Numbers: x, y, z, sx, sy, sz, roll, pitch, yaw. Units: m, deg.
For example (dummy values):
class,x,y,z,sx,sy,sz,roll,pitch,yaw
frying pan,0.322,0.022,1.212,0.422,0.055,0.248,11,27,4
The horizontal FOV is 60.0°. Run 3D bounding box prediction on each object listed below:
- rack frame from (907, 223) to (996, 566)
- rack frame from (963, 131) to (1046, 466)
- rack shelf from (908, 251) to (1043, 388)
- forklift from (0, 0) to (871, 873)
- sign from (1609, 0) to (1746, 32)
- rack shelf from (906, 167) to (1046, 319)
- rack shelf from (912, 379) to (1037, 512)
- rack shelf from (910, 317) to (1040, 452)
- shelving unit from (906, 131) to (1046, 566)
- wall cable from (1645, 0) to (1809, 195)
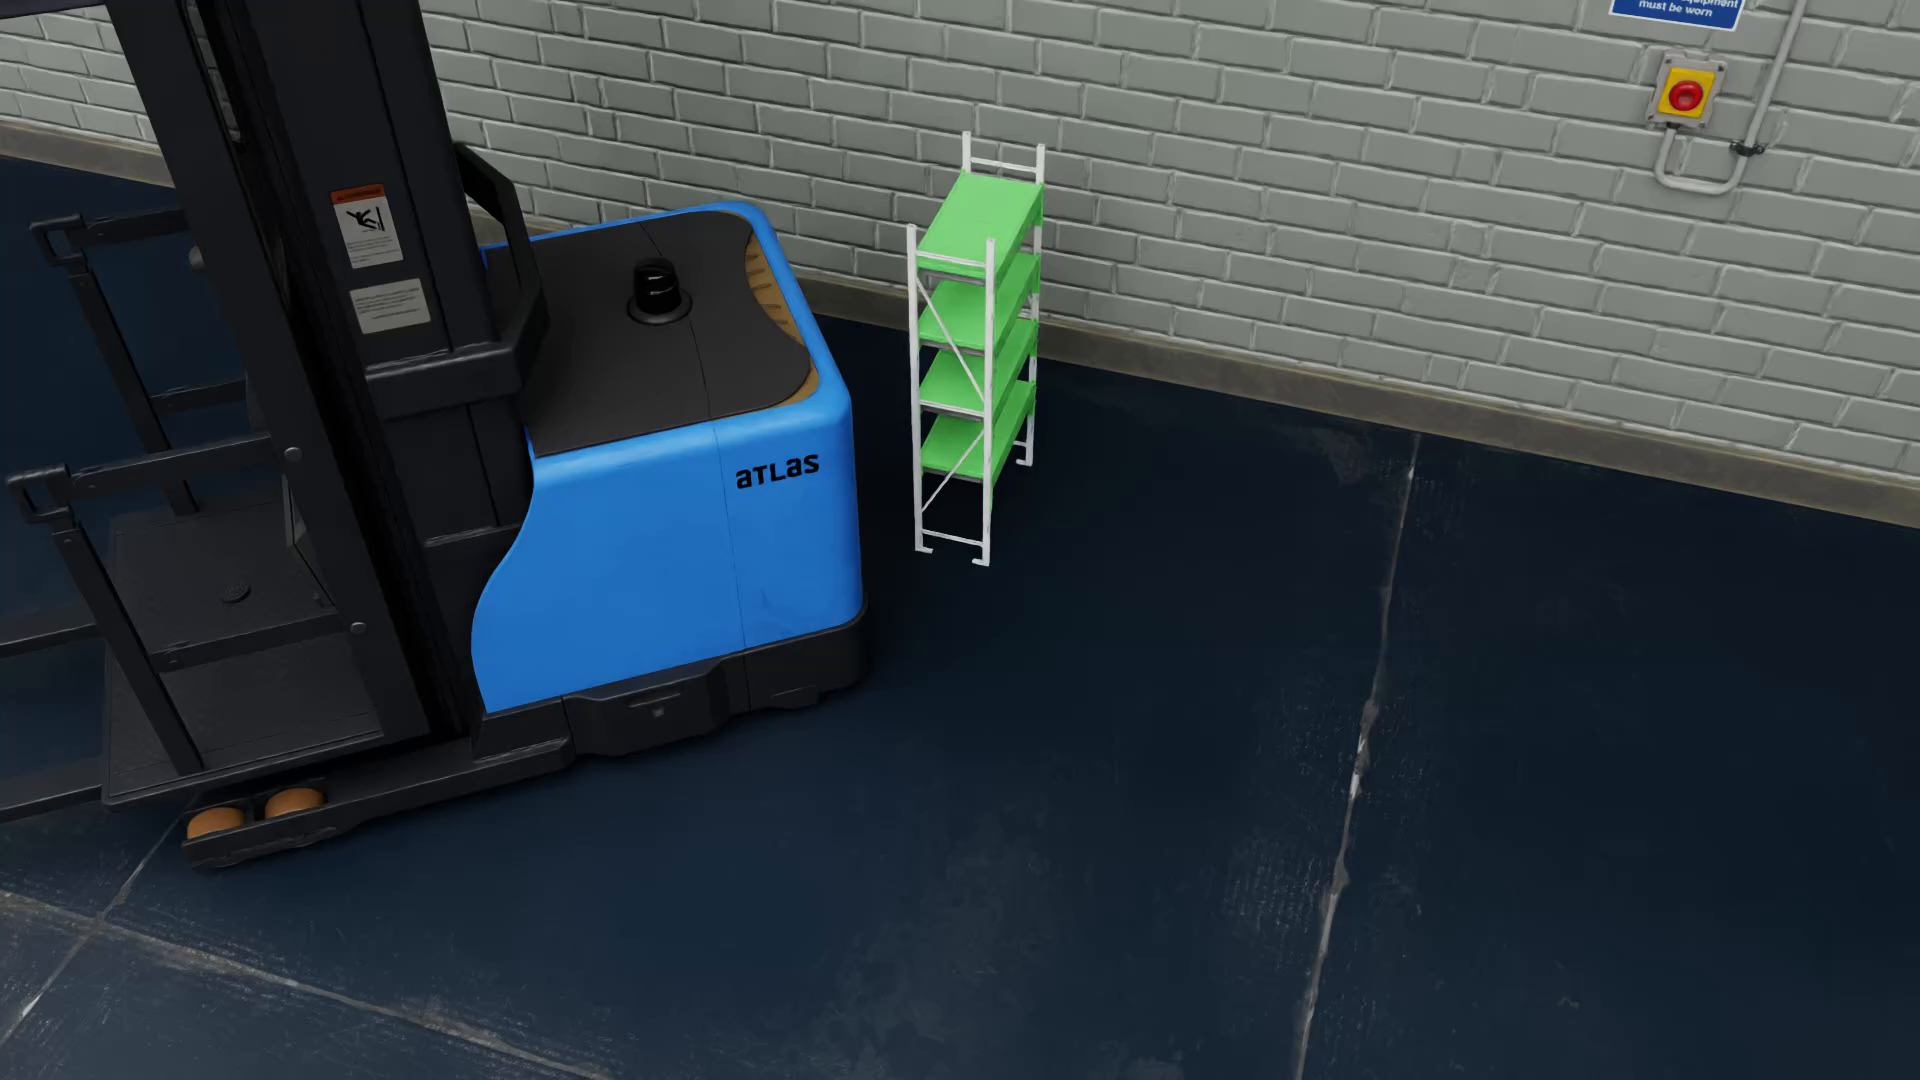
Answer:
class,x,y,z,sx,sy,sz,roll,pitch,yaw
rack frame,-0.024,-0.377,4.777,0.240,1.200,0.015,13,46,12
rack frame,0.124,-0.702,5.109,0.240,1.200,0.015,13,46,12
rack shelf,0.050,-0.665,4.820,0.258,0.148,0.480,13,46,12
forklift,-1.830,-0.606,3.774,3.031,2.935,1.130,-14,46,-13
sign,1.922,-1.475,4.420,0.327,0.218,0.001,13,46,13
rack shelf,0.050,-0.837,4.652,0.258,0.148,0.480,13,46,12
rack shelf,0.050,-0.322,5.156,0.258,0.148,0.480,13,46,12
rack shelf,0.050,-0.494,4.988,0.258,0.148,0.480,13,46,12
shelving unit,0.050,-0.539,4.943,0.258,1.200,0.503,13,46,12
wall cable,1.949,-1.702,4.096,0.585,1.953,0.123,13,46,13
